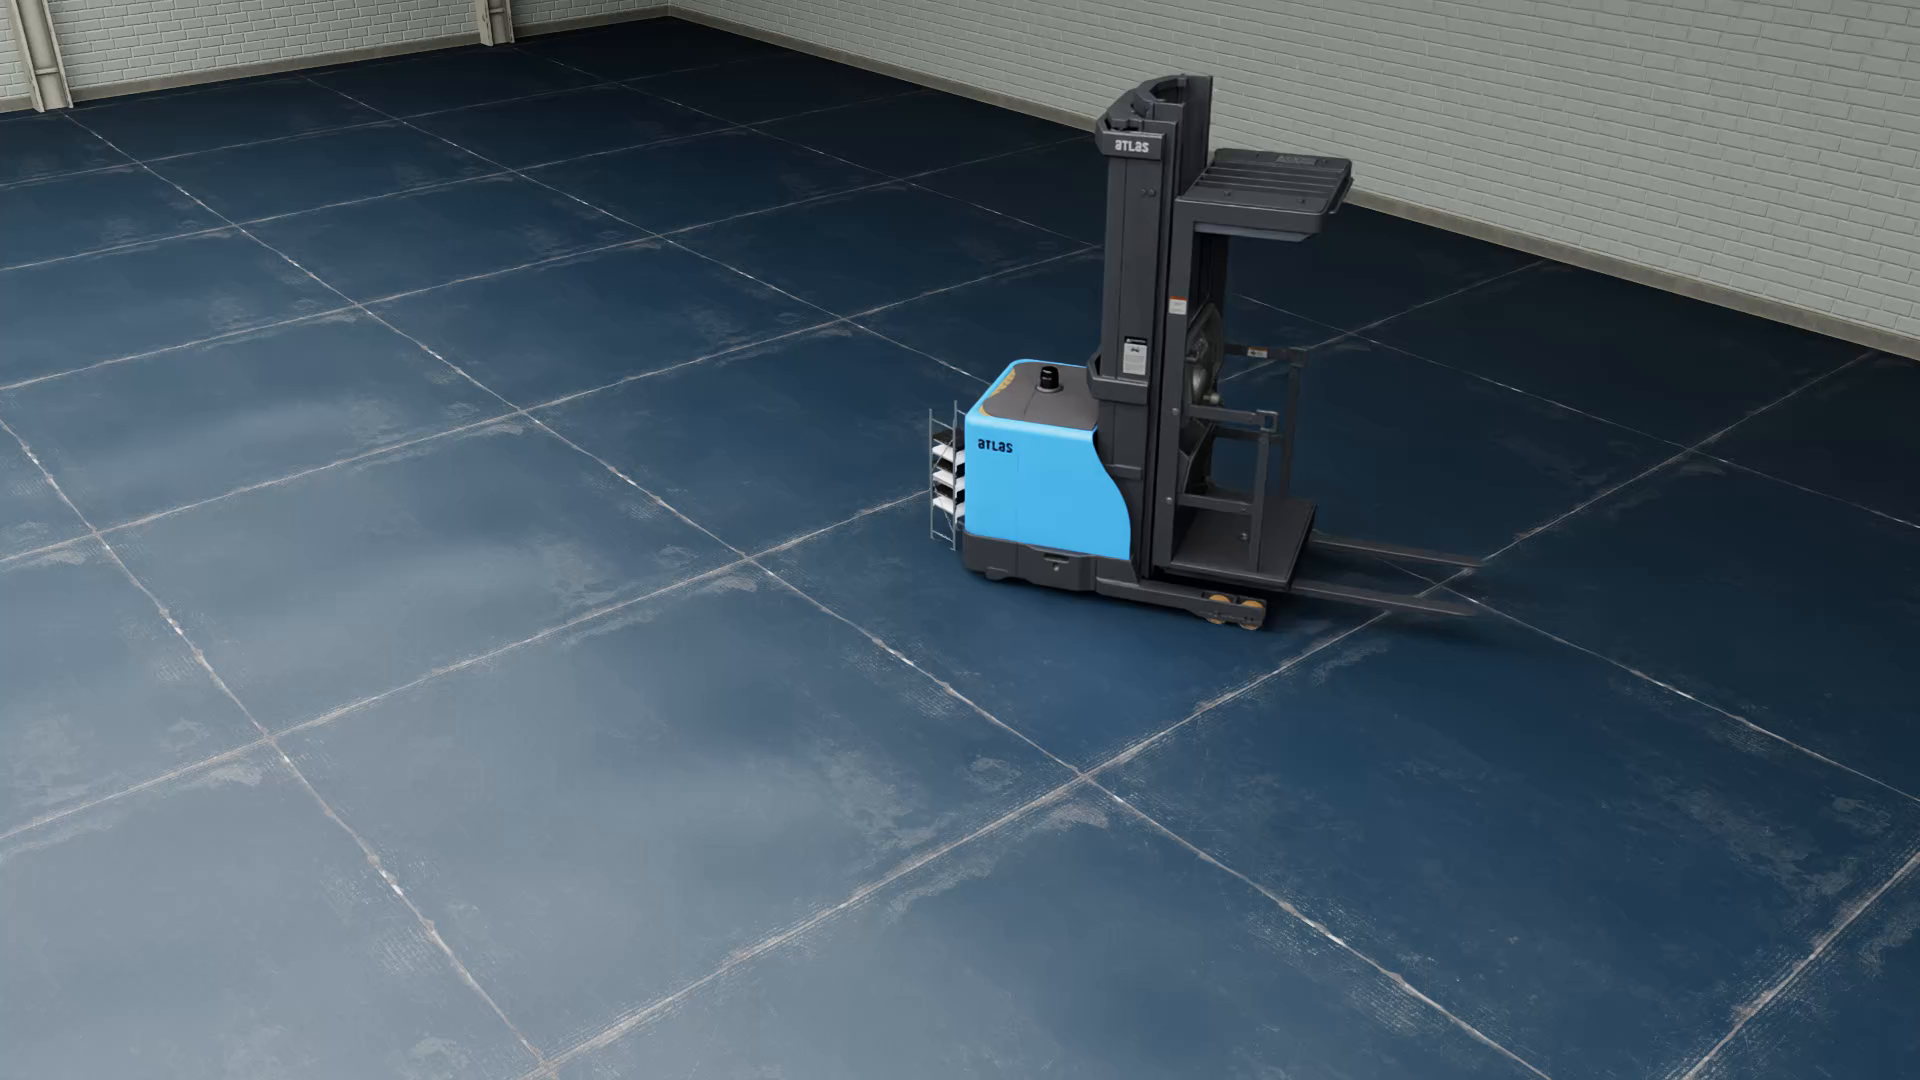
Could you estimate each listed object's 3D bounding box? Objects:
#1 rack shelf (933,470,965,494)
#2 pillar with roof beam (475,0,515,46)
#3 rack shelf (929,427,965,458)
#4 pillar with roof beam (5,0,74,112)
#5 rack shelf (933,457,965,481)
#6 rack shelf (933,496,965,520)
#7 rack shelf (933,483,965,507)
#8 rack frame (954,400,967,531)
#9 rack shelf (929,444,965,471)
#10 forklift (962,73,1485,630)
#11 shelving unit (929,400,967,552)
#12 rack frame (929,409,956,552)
[{"bbox_3d":[-0.031,-0.369,10.414,0.200,0.077,0.258,-22,35,-35],"label":"rack shelf"},{"bbox_3d":[-3.909,-9.638,19.096,0.400,9.000,9.100,-22,35,-35],"label":"pillar with roof beam"},{"bbox_3d":[-0.031,-0.607,10.287,0.200,0.077,0.258,-22,35,-35],"label":"rack shelf"},{"bbox_3d":[-8.473,-7.803,15.661,0.400,9.000,9.100,-22,35,-35],"label":"pillar with roof beam"},{"bbox_3d":[-0.031,-0.448,10.372,0.200,0.077,0.258,-22,35,-35],"label":"rack shelf"},{"bbox_3d":[-0.031,-0.210,10.499,0.200,0.077,0.258,-22,35,-35],"label":"rack shelf"},{"bbox_3d":[-0.031,-0.289,10.457,0.200,0.077,0.258,-22,35,-35],"label":"rack shelf"},{"bbox_3d":[0.045,-0.430,10.457,0.006,0.900,0.240,-22,35,-35],"label":"rack frame"},{"bbox_3d":[-0.031,-0.527,10.329,0.200,0.077,0.258,-22,35,-35],"label":"rack shelf"},{"bbox_3d":[1.587,-1.056,9.475,3.031,2.935,1.130,9,30,17],"label":"forklift"},{"bbox_3d":[-0.031,-0.398,10.399,0.210,0.900,0.258,-22,35,-35],"label":"shelving unit"},{"bbox_3d":[-0.108,-0.367,10.340,0.006,0.900,0.240,-22,35,-35],"label":"rack frame"}]
